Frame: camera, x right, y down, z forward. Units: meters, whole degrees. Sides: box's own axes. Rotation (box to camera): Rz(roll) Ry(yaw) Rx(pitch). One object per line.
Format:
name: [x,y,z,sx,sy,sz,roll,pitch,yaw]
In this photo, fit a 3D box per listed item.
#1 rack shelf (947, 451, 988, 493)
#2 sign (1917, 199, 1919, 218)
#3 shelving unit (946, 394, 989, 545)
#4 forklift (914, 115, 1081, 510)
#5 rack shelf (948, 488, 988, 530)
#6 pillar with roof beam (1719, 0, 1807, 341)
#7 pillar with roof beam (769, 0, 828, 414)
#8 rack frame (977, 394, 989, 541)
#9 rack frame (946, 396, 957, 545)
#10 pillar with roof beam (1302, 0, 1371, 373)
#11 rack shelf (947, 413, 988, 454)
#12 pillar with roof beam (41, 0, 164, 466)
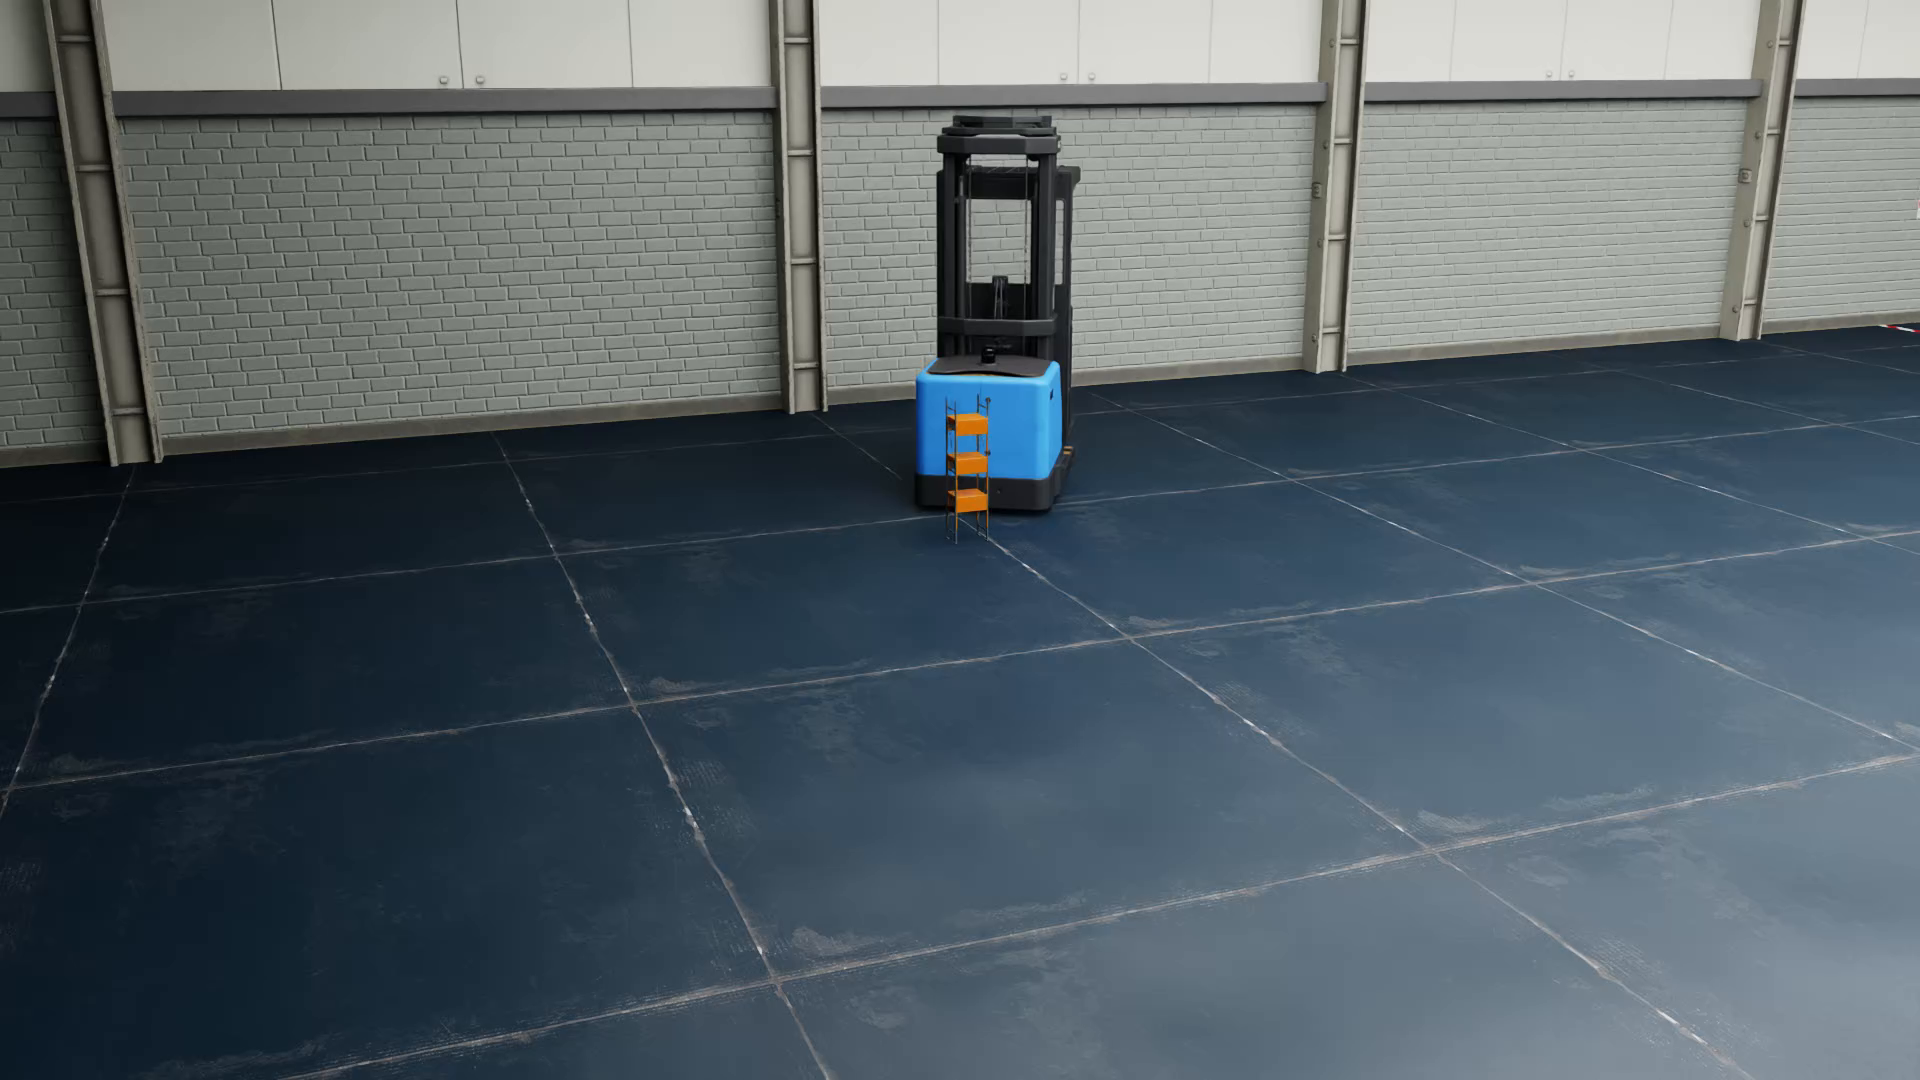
rack shelf: [0.050,-0.499,11.972,0.240,0.259,0.215,-6,17,-20]
sign: [12.391,-4.298,21.347,0.234,0.329,0.001,-6,17,-20]
shelving unit: [0.050,-0.509,11.969,0.252,1.050,0.215,-6,17,-20]
forklift: [0.395,-2.003,13.719,1.130,2.935,3.031,3,17,9]
rack shelf: [0.050,-0.232,12.050,0.240,0.259,0.215,-6,17,-20]
pillar with roof beam: [11.203,-5.689,15.501,0.400,9.000,9.100,-6,17,-20]
pillar with roof beam: [-0.003,-4.480,11.381,0.400,9.000,9.100,-6,17,-20]
rack frame: [0.164,-0.521,12.011,0.008,1.050,0.200,-6,17,-20]
rack frame: [-0.064,-0.497,11.927,0.008,1.050,0.200,-6,17,-20]
pillar with roof beam: [5.600,-5.084,13.441,0.400,9.000,9.100,-6,17,-20]
rack shelf: [0.050,-0.771,11.892,0.240,0.259,0.215,-6,17,-20]
pillar with roof beam: [-5.605,-3.875,9.322,0.400,9.000,9.100,-6,17,-20]
